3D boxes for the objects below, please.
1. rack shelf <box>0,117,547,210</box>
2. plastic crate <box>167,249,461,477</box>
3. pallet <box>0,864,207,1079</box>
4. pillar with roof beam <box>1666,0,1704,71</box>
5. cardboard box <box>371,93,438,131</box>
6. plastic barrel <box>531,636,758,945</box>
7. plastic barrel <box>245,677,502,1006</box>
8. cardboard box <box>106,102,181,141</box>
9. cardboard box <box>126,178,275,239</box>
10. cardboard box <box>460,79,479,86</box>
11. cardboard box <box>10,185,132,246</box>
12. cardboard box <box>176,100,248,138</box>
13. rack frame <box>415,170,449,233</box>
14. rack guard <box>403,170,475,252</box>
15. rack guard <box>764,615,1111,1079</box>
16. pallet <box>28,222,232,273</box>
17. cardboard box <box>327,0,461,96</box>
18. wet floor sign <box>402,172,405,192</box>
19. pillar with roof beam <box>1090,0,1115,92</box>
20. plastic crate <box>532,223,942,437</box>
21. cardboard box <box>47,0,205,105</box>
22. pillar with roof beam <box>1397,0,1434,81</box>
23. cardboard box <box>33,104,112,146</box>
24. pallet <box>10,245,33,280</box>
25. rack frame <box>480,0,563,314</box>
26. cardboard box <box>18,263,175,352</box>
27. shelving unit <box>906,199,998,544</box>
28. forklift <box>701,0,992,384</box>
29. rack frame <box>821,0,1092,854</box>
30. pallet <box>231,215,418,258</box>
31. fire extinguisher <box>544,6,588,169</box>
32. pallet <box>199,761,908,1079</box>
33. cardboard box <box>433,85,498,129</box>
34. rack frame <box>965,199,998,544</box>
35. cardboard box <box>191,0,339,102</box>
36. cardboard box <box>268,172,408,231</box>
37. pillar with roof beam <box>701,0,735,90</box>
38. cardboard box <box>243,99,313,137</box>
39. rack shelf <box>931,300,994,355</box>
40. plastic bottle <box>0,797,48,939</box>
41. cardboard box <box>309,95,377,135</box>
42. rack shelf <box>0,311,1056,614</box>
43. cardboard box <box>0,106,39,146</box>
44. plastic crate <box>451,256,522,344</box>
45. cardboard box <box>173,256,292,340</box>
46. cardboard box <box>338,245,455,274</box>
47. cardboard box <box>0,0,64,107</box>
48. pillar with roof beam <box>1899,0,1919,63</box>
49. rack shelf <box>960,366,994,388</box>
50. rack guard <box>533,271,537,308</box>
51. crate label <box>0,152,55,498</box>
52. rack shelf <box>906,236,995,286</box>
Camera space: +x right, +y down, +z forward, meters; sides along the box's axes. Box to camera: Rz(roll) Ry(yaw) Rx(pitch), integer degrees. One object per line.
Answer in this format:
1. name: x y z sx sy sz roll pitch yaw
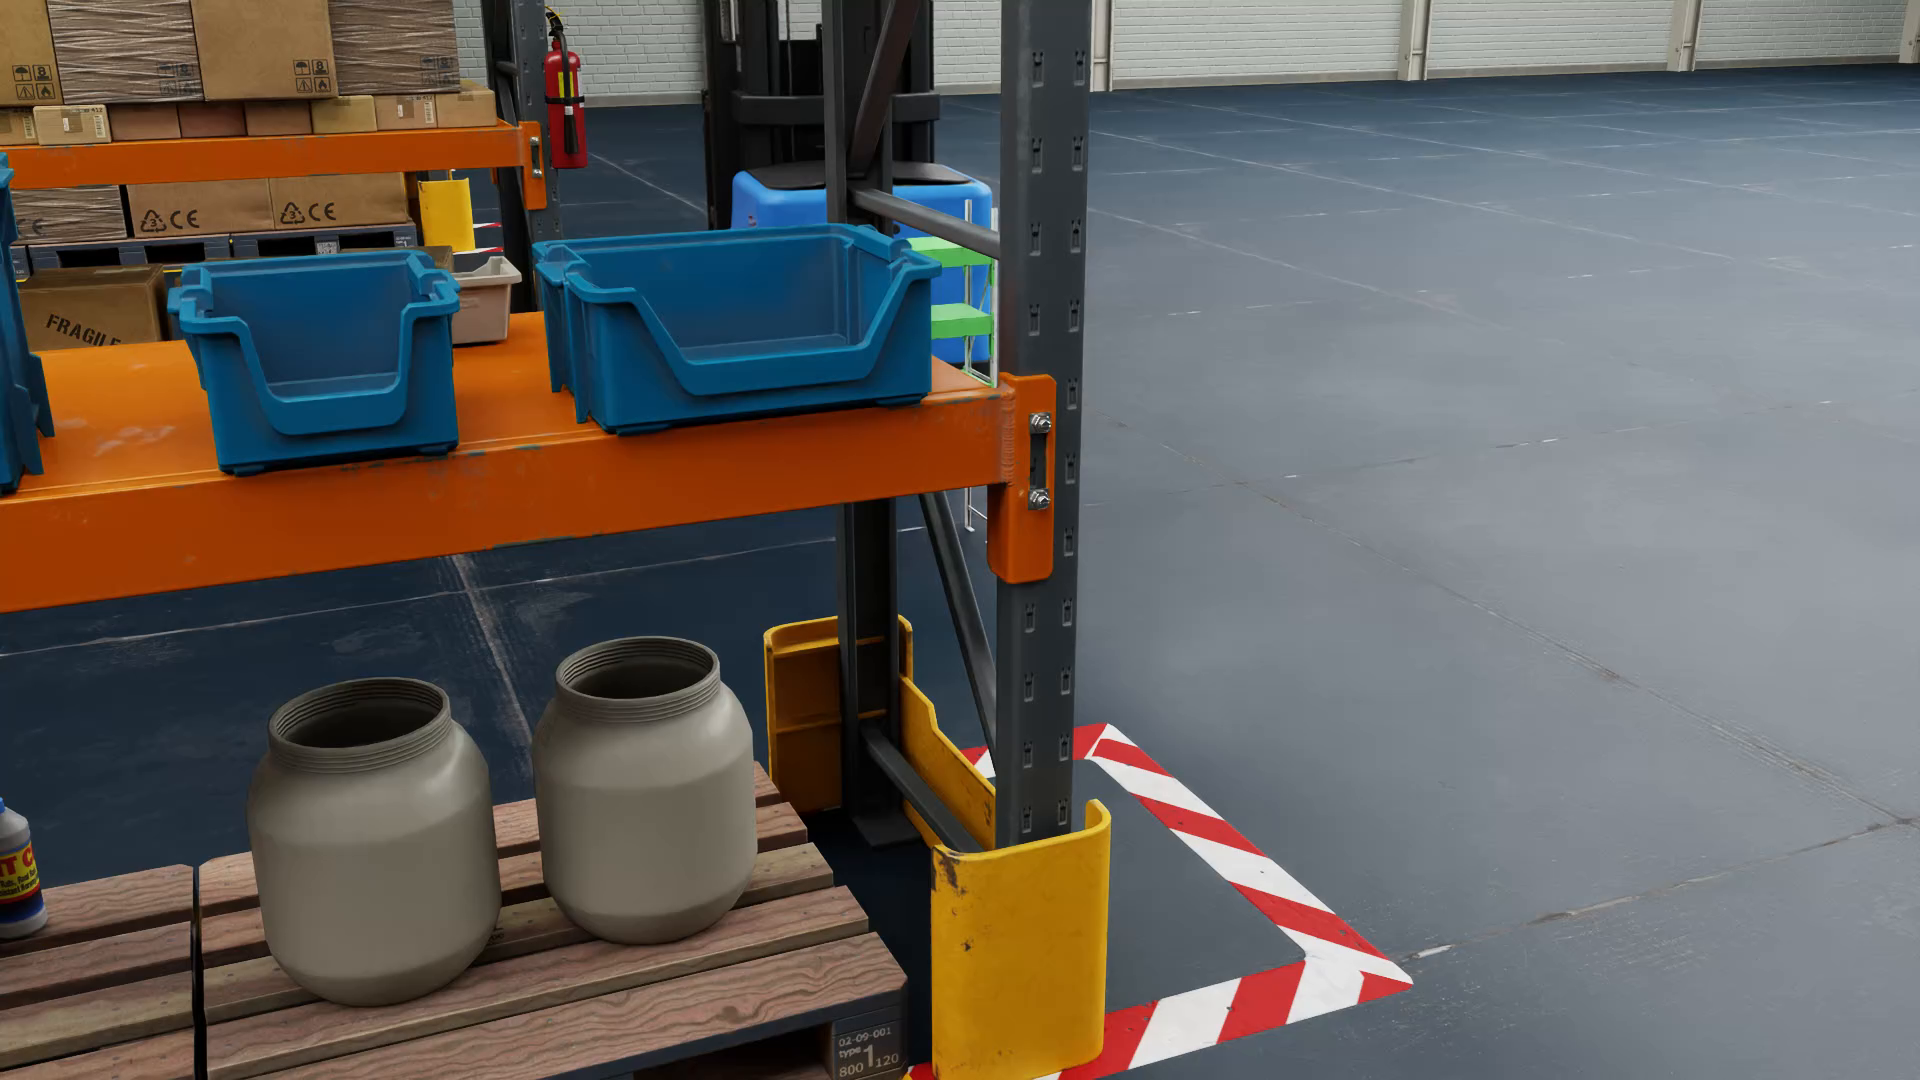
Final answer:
1. rack shelf: -3.837 -1.510 6.877 4.000 0.370 1.077 -8 21 -22
2. plastic crate: -0.979 -0.291 2.556 0.408 0.251 0.499 -8 21 -22
3. pallet: -1.957 1.002 2.858 1.213 0.211 1.003 -8 21 -22
4. pillar with roof beam: 14.850 -11.505 25.148 0.400 9.000 9.100 -8 21 -22
5. cardboard box: -2.411 -1.861 7.168 0.250 0.149 0.380 -8 21 -22
6. plastic barrel: -0.613 0.483 3.246 0.421 0.512 0.421 0 19 0
7. plastic barrel: -1.073 0.549 3.059 0.421 0.512 0.421 0 19 0
8. cardboard box: -3.322 -1.724 6.780 0.250 0.149 0.380 -8 21 -22
9. cardboard box: -5.276 -2.608 11.480 0.875 0.875 0.875 -9 21 -23
10. cardboard box: -2.357 -2.029 7.646 0.250 0.149 0.380 -8 21 -22
11. cardboard box: -6.114 -2.489 11.141 0.875 0.875 0.875 -8 21 -22
12. cardboard box: -3.102 -1.764 6.893 0.250 0.149 0.380 -8 21 -22
13. rack frame: -3.873 -3.638 11.838 0.127 3.000 1.000 -8 21 -22
14. rack guard: -3.851 -2.462 12.262 0.348 0.500 1.175 -8 21 -22
15. rack guard: -0.090 0.601 3.561 0.348 0.500 1.175 -8 21 -22
16. pallet: -5.695 -2.035 11.483 1.213 0.211 1.003 -8 21 -22
17. cardboard box: -2.517 -2.236 7.257 0.500 0.500 0.875 -8 21 -22
18. wet floor sign: -4.631 -3.135 13.955 0.232 0.644 0.267 -12 23 -31
19. pillar with roof beam: 3.831 -9.926 20.664 0.400 9.000 9.100 -8 21 -22
20. plastic crate: -0.380 -0.375 2.794 0.616 0.251 0.499 -8 21 -22
21. cardboard box: -3.405 -2.081 6.817 0.500 0.500 0.875 -8 21 -22
22. pillar with roof beam: 9.341 -10.716 22.906 0.400 9.000 9.100 -8 21 -22
23. cardboard box: -3.517 -1.664 6.610 0.250 0.149 0.380 -8 21 -22
24. pallet: -6.817 -1.873 11.023 1.213 0.211 1.003 -8 21 -22
25. rack frame: -2.001 -2.112 7.505 0.127 3.000 1.000 -8 21 -22
26. cardboard box: -3.699 -0.889 7.161 0.500 0.500 0.500 -6 20 -17
27. shelving unit: -0.152 -0.544 5.761 0.503 1.200 0.258 -8 21 -22
28. forklift: -0.729 -2.317 8.188 1.130 2.935 3.031 -5 20 -14
29. rack frame: -0.039 -0.602 3.215 0.127 3.000 1.000 -8 21 -22
30. pallet: -4.576 -2.194 11.935 1.213 0.211 1.003 -8 21 -22
31. fire extinguisher: -1.713 -1.950 7.161 0.183 0.674 0.296 -8 21 -22
32. pallet: -0.838 0.843 3.310 1.213 0.211 1.003 -8 21 -22
33. cardboard box: -2.181 -1.893 7.261 0.250 0.149 0.380 -8 21 -22
34. rack frame: 0.072 -0.576 5.852 0.015 1.200 0.240 -8 21 -22
35. cardboard box: -2.929 -2.133 6.966 0.500 0.500 0.875 -8 21 -22
36. cardboard box: -4.469 -2.725 11.811 0.875 0.875 0.875 -8 21 -22
37. pillar with roof beam: -1.678 -9.137 18.423 0.400 9.000 9.100 -8 21 -22
38. cardboard box: -2.856 -1.784 6.950 0.250 0.149 0.380 -8 21 -22
39. rack shelf: -0.152 -0.710 5.702 0.480 0.148 0.258 -8 21 -22
40. plastic bottle: -1.827 0.621 3.188 0.097 0.271 0.097 0 19 0
41. cardboard box: -2.620 -1.812 7.030 0.250 0.149 0.380 -8 21 -22
42. rack shelf: -1.876 0.000 2.587 4.000 0.370 1.077 -8 21 -22
43. cardboard box: -3.774 -1.652 6.577 0.250 0.149 0.380 -8 21 -22
44. plastic crate: -0.988 -0.458 3.203 0.250 0.136 0.298 -8 21 -22
45. cardboard box: -3.116 -0.965 7.378 0.500 0.500 0.500 -3 20 -8
46. cardboard box: -2.581 -1.054 7.631 0.500 0.500 0.500 -4 20 -12
47. cardboard box: -3.868 -2.019 6.640 0.500 0.500 0.875 -8 21 -22
48. pillar with roof beam: 20.359 -12.294 27.389 0.400 9.000 9.100 -8 21 -22
49. rack shelf: -0.152 -0.484 5.782 0.480 0.148 0.258 -8 21 -22
50. rack guard: -2.071 -0.923 7.892 0.348 0.500 1.175 -8 21 -22
51. crate label: -1.622 -0.294 2.287 0.616 0.435 0.502 -8 21 -22
52. rack shelf: -0.152 -0.937 5.623 0.480 0.148 0.258 -8 21 -22
